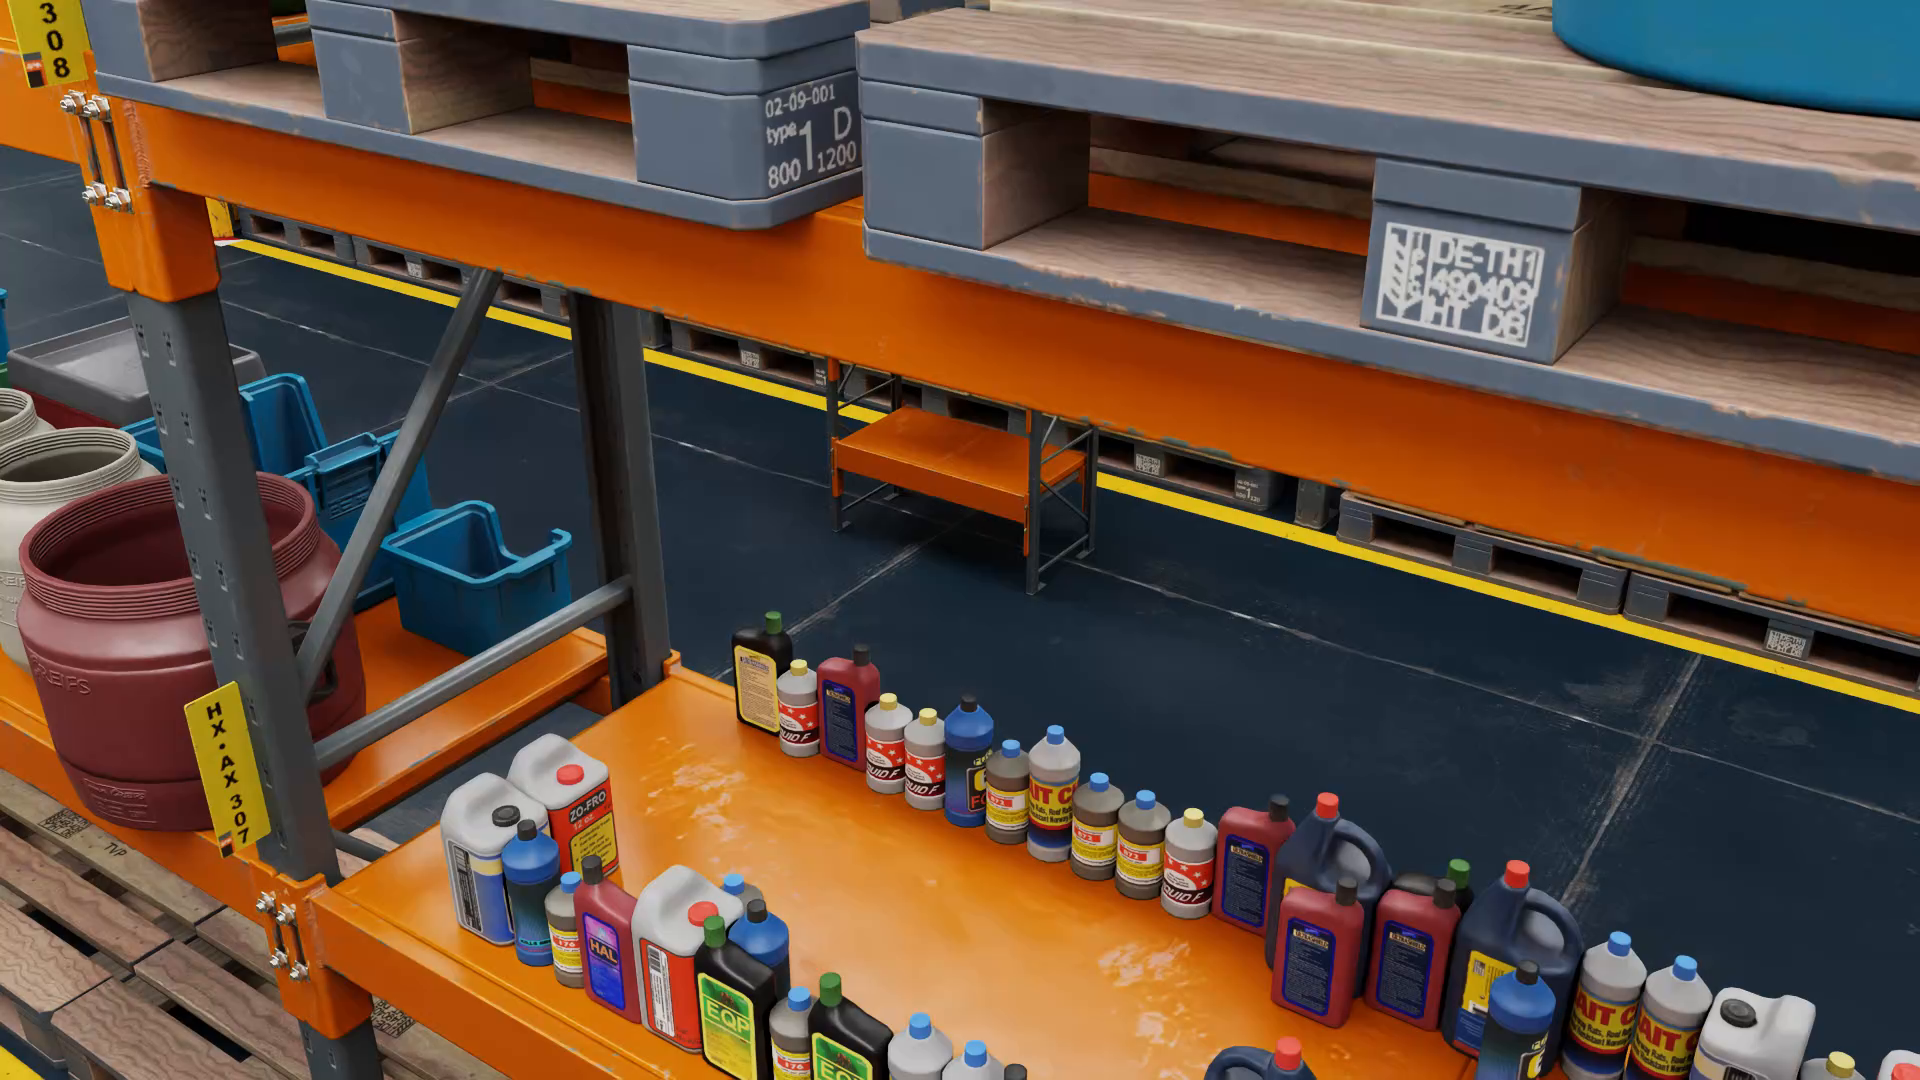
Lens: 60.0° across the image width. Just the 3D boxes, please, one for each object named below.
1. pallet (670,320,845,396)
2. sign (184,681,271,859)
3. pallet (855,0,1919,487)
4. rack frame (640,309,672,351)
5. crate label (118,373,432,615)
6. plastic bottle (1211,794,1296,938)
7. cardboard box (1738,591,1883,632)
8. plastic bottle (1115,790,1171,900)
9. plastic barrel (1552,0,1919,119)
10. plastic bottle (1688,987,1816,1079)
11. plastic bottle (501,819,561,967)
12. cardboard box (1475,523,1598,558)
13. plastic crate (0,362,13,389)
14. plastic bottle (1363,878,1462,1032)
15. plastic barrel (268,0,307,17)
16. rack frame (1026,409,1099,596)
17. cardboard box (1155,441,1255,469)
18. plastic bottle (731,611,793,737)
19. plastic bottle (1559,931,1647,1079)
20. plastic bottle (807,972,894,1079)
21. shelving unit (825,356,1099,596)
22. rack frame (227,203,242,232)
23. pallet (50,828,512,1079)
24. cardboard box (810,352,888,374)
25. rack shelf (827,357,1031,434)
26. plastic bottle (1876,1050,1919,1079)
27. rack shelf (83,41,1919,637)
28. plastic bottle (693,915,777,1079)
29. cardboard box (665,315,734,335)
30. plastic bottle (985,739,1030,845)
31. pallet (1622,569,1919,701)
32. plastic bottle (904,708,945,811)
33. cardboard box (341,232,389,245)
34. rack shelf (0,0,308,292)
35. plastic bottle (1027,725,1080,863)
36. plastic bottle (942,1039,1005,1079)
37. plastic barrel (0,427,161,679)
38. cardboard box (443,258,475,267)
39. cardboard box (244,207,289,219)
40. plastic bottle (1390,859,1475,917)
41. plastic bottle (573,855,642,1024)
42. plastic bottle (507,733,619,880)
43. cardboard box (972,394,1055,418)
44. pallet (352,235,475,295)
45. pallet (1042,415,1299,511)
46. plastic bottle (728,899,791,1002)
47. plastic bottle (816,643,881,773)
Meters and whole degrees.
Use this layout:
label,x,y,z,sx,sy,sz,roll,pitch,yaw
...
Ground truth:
label,x,y,z,sx,sy,sz,roll,pitch,yaw
pallet,-0.853,-1.185,9.345,1.213,0.211,1.003,17,32,30
sign,-1.299,0.411,2.955,0.005,0.325,0.100,17,32,30
pallet,0.666,-0.404,1.638,1.213,0.211,1.003,17,32,30
rack frame,-1.483,-2.602,9.055,0.127,3.000,1.000,17,32,30
crate label,-1.659,-0.096,4.092,0.616,0.435,0.502,17,32,30
plastic bottle,0.524,0.566,2.959,0.133,0.283,0.061,17,32,30
cardboard box,3.306,-0.038,6.288,0.500,0.500,0.500,16,31,29
plastic bottle,0.338,0.555,3.072,0.097,0.201,0.097,0,27,0
plastic barrel,0.810,-0.825,1.241,0.708,0.901,0.600,17,32,30
plastic bottle,1.184,0.800,2.508,0.135,0.276,0.152,17,32,30
plastic bottle,-0.739,0.605,2.895,0.097,0.271,0.097,0,27,0
cardboard box,2.462,-0.301,6.805,0.500,0.500,0.500,16,31,29
plastic crate,-2.695,-0.315,4.795,0.662,0.188,0.450,17,32,30
plastic bottle,0.752,0.671,2.754,0.133,0.283,0.061,17,32,30
plastic barrel,-1.226,-1.036,2.842,0.294,0.245,0.294,0,27,0
rack frame,0.425,-0.369,6.735,0.032,1.125,0.500,17,32,30
cardboard box,1.243,-0.580,7.652,0.500,0.250,0.500,18,32,31
plastic bottle,-0.418,0.273,3.536,0.133,0.283,0.061,17,32,30
plastic bottle,1.023,0.737,2.636,0.097,0.271,0.097,0,27,0
plastic bottle,-0.163,0.790,2.520,0.133,0.283,0.061,17,32,30
shelving unit,0.006,-0.500,6.991,1.048,1.125,0.538,17,32,30
rack frame,-4.780,-3.629,11.074,0.127,3.000,1.000,17,32,30
pallet,-1.610,1.305,4.452,1.213,0.211,1.003,17,32,30
cardboard box,-0.442,-1.104,8.680,0.500,0.250,0.500,16,31,29
rack shelf,0.006,-0.760,6.859,1.000,0.278,0.538,17,32,30
plastic bottle,1.375,0.860,2.391,0.135,0.276,0.152,17,32,30
rack shelf,0.655,-0.226,1.874,4.000,0.370,1.077,17,32,30
plastic bottle,-0.354,0.730,2.636,0.133,0.283,0.061,17,32,30
cardboard box,-1.291,-1.367,9.198,0.500,0.250,0.500,16,31,29
plastic bottle,0.097,0.480,3.219,0.097,0.201,0.097,0,27,0
pallet,3.410,0.188,6.649,1.213,0.211,1.003,17,32,30
plastic bottle,-0.063,0.430,3.317,0.097,0.201,0.097,0,27,0
cardboard box,-3.638,-2.114,10.666,0.500,0.250,0.500,17,32,30
rack shelf,-2.642,-1.254,3.892,4.000,0.370,1.077,17,32,30
plastic bottle,0.178,0.474,3.154,0.097,0.271,0.097,0,27,0
plastic bottle,0.022,0.843,2.429,0.097,0.271,0.097,0,27,0
plastic barrel,-1.962,0.042,3.737,0.421,0.512,0.421,0,27,0
cardboard box,-2.816,-1.856,10.158,0.500,0.250,0.500,17,32,30
cardboard box,-4.464,-2.370,11.168,0.500,0.250,0.500,17,32,30
plastic bottle,0.786,0.648,2.799,0.133,0.283,0.061,17,32,30
plastic bottle,-0.574,0.662,2.771,0.133,0.283,0.061,17,32,30
plastic bottle,-0.733,0.507,3.084,0.135,0.276,0.152,17,32,30
cardboard box,0.403,-0.842,8.165,0.500,0.250,0.500,18,32,31
pallet,-3.124,-1.892,10.735,1.213,0.211,1.003,17,32,30
pallet,1.158,-0.558,8.114,1.213,0.211,1.003,17,32,30
plastic bottle,-0.324,0.702,2.706,0.097,0.271,0.097,0,27,0
plastic bottle,-0.228,0.332,3.419,0.133,0.283,0.061,17,32,30
